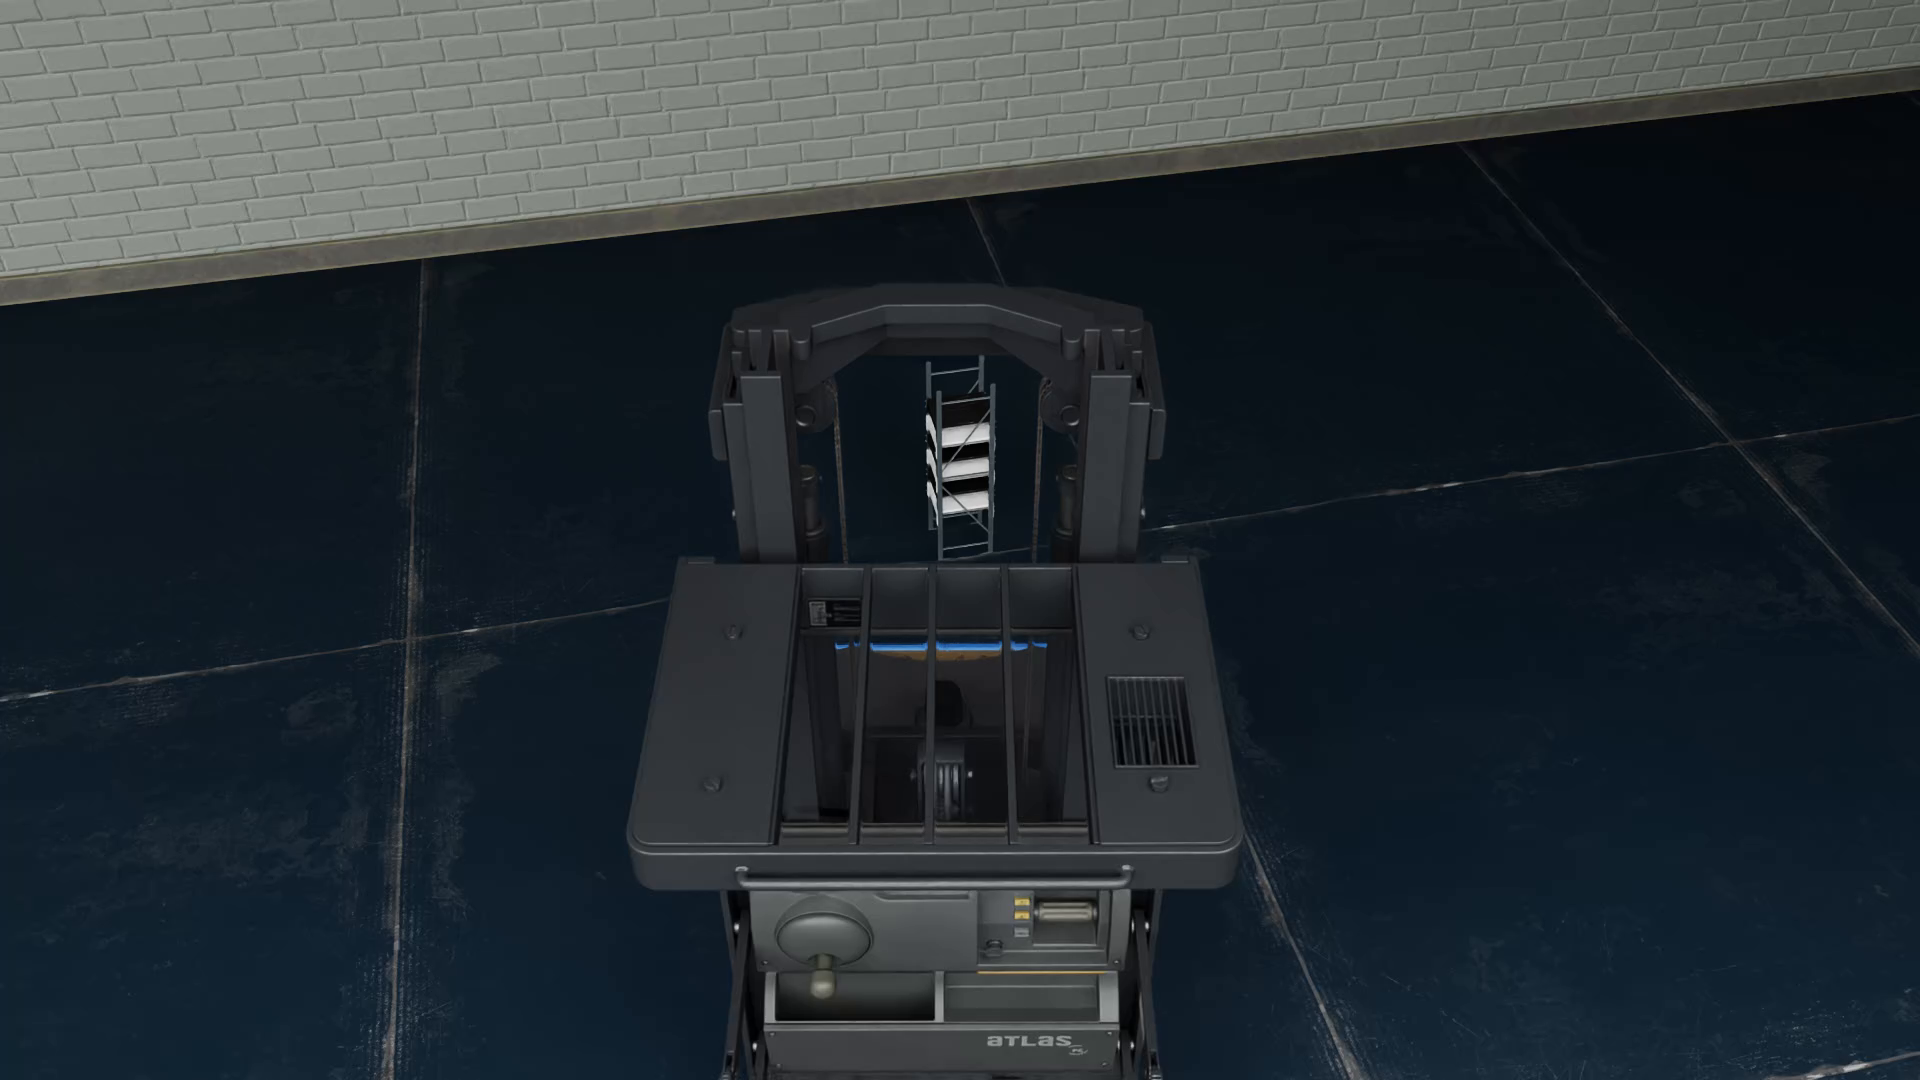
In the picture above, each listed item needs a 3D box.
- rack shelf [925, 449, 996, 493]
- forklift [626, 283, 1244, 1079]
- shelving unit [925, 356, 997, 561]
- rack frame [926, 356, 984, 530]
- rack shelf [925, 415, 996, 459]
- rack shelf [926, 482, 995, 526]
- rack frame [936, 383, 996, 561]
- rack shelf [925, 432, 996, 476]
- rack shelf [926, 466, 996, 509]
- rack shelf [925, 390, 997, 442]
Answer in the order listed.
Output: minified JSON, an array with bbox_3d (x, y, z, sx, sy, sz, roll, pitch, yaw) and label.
[{"bbox_3d":[0.002,-0.306,6.967,0.258,0.077,0.200,-8,42,-9],"label":"rack shelf"},{"bbox_3d":[-0.045,1.004,3.911,1.130,2.935,3.031,0,42,0],"label":"forklift"},{"bbox_3d":[0.002,-0.331,6.945,0.258,0.900,0.210,-8,42,-9],"label":"shelving unit"},{"bbox_3d":[-0.020,-0.397,7.020,0.240,0.900,0.006,-8,42,-9],"label":"rack frame"},{"bbox_3d":[0.002,-0.441,6.848,0.258,0.077,0.200,-8,42,-9],"label":"rack shelf"},{"bbox_3d":[0.002,-0.172,7.087,0.258,0.077,0.200,-8,42,-9],"label":"rack shelf"},{"bbox_3d":[0.024,-0.265,6.871,0.240,0.900,0.006,-8,42,-9],"label":"rack frame"},{"bbox_3d":[0.002,-0.374,6.908,0.258,0.077,0.200,-8,42,-9],"label":"rack shelf"},{"bbox_3d":[0.002,-0.239,7.027,0.258,0.077,0.200,-8,42,-9],"label":"rack shelf"},{"bbox_3d":[0.002,-0.508,6.788,0.258,0.077,0.200,-8,42,-9],"label":"rack shelf"}]
